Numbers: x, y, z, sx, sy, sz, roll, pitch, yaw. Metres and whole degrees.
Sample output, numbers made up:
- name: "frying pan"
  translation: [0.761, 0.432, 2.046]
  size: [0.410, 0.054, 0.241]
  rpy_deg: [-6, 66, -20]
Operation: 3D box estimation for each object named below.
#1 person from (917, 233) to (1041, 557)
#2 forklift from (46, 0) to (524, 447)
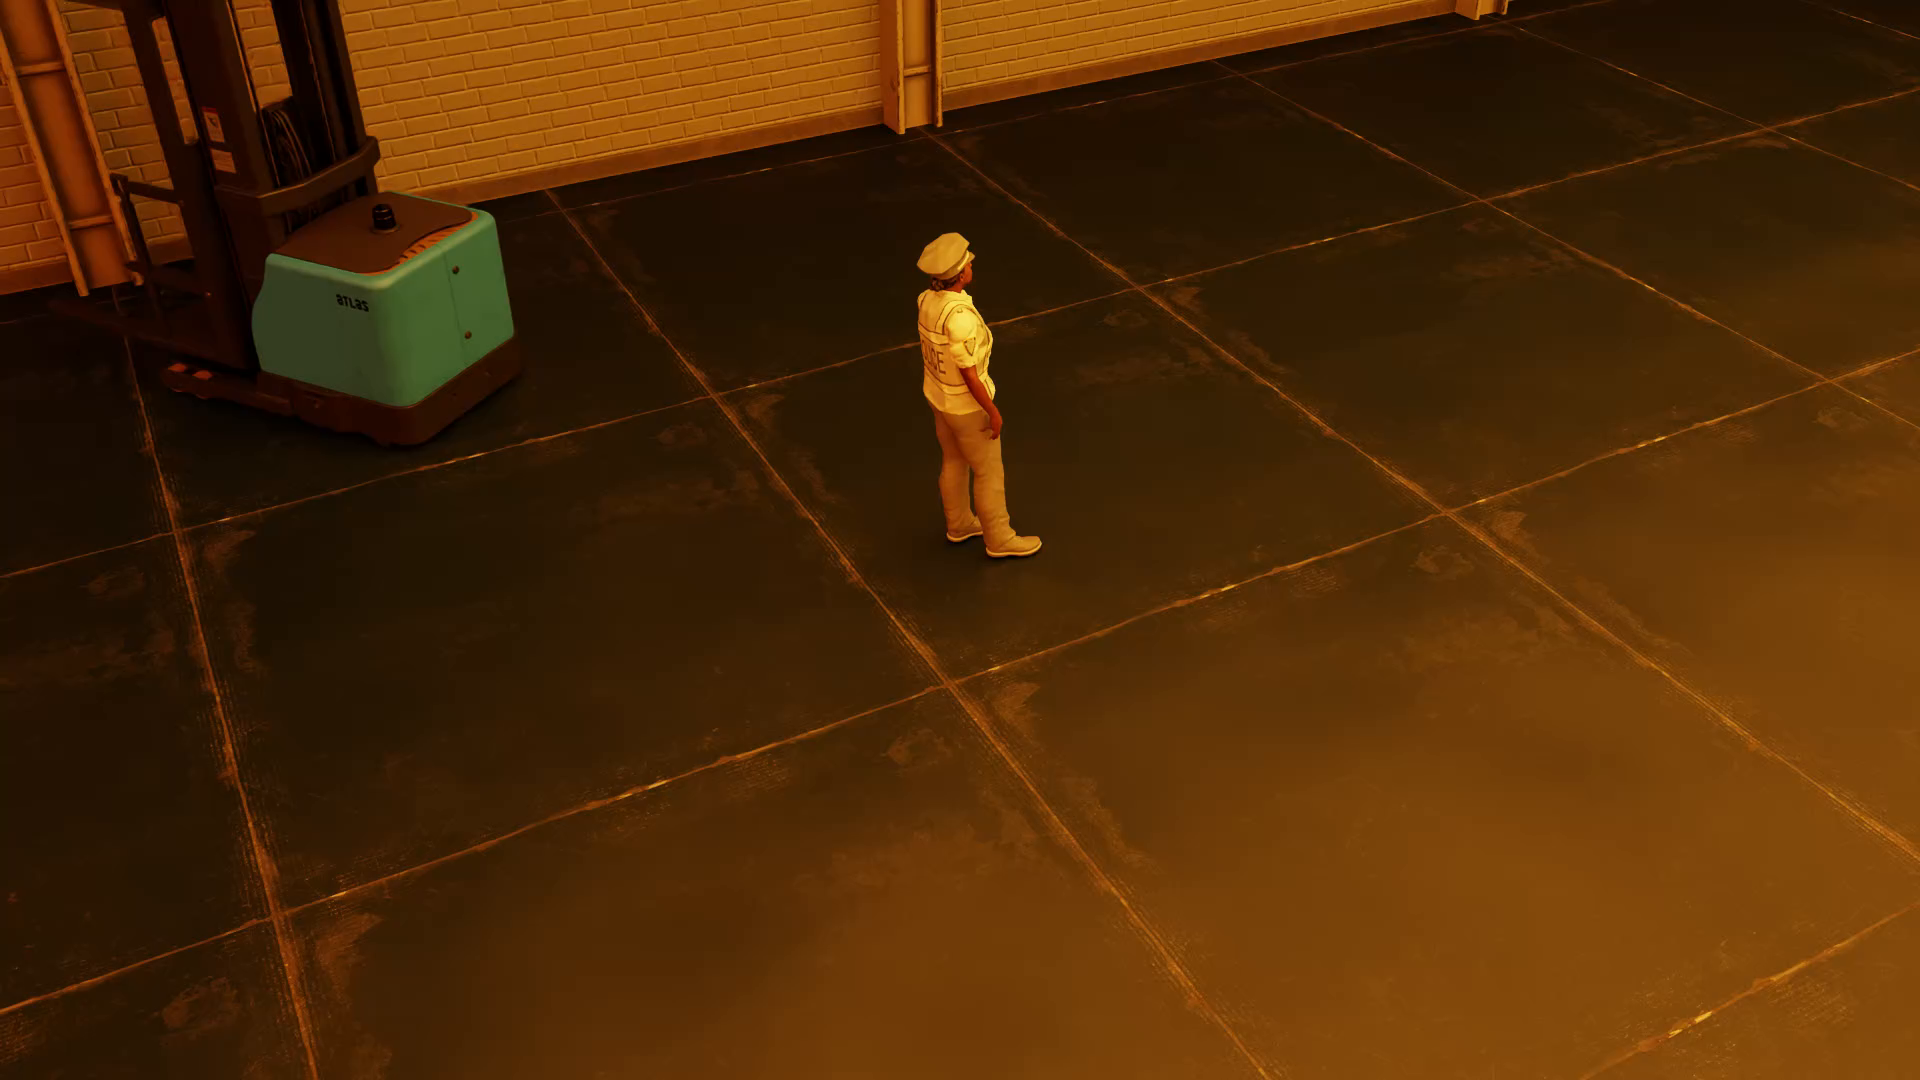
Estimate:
- name: "person"
  translation: [0.076, -0.709, 8.184]
  size: [0.528, 1.697, 0.570]
  rpy_deg: [-17, 39, -23]
- name: "forklift"
  translation: [-4.183, -2.290, 9.362]
  size: [3.031, 2.935, 1.130]
  rpy_deg: [15, 38, 20]
